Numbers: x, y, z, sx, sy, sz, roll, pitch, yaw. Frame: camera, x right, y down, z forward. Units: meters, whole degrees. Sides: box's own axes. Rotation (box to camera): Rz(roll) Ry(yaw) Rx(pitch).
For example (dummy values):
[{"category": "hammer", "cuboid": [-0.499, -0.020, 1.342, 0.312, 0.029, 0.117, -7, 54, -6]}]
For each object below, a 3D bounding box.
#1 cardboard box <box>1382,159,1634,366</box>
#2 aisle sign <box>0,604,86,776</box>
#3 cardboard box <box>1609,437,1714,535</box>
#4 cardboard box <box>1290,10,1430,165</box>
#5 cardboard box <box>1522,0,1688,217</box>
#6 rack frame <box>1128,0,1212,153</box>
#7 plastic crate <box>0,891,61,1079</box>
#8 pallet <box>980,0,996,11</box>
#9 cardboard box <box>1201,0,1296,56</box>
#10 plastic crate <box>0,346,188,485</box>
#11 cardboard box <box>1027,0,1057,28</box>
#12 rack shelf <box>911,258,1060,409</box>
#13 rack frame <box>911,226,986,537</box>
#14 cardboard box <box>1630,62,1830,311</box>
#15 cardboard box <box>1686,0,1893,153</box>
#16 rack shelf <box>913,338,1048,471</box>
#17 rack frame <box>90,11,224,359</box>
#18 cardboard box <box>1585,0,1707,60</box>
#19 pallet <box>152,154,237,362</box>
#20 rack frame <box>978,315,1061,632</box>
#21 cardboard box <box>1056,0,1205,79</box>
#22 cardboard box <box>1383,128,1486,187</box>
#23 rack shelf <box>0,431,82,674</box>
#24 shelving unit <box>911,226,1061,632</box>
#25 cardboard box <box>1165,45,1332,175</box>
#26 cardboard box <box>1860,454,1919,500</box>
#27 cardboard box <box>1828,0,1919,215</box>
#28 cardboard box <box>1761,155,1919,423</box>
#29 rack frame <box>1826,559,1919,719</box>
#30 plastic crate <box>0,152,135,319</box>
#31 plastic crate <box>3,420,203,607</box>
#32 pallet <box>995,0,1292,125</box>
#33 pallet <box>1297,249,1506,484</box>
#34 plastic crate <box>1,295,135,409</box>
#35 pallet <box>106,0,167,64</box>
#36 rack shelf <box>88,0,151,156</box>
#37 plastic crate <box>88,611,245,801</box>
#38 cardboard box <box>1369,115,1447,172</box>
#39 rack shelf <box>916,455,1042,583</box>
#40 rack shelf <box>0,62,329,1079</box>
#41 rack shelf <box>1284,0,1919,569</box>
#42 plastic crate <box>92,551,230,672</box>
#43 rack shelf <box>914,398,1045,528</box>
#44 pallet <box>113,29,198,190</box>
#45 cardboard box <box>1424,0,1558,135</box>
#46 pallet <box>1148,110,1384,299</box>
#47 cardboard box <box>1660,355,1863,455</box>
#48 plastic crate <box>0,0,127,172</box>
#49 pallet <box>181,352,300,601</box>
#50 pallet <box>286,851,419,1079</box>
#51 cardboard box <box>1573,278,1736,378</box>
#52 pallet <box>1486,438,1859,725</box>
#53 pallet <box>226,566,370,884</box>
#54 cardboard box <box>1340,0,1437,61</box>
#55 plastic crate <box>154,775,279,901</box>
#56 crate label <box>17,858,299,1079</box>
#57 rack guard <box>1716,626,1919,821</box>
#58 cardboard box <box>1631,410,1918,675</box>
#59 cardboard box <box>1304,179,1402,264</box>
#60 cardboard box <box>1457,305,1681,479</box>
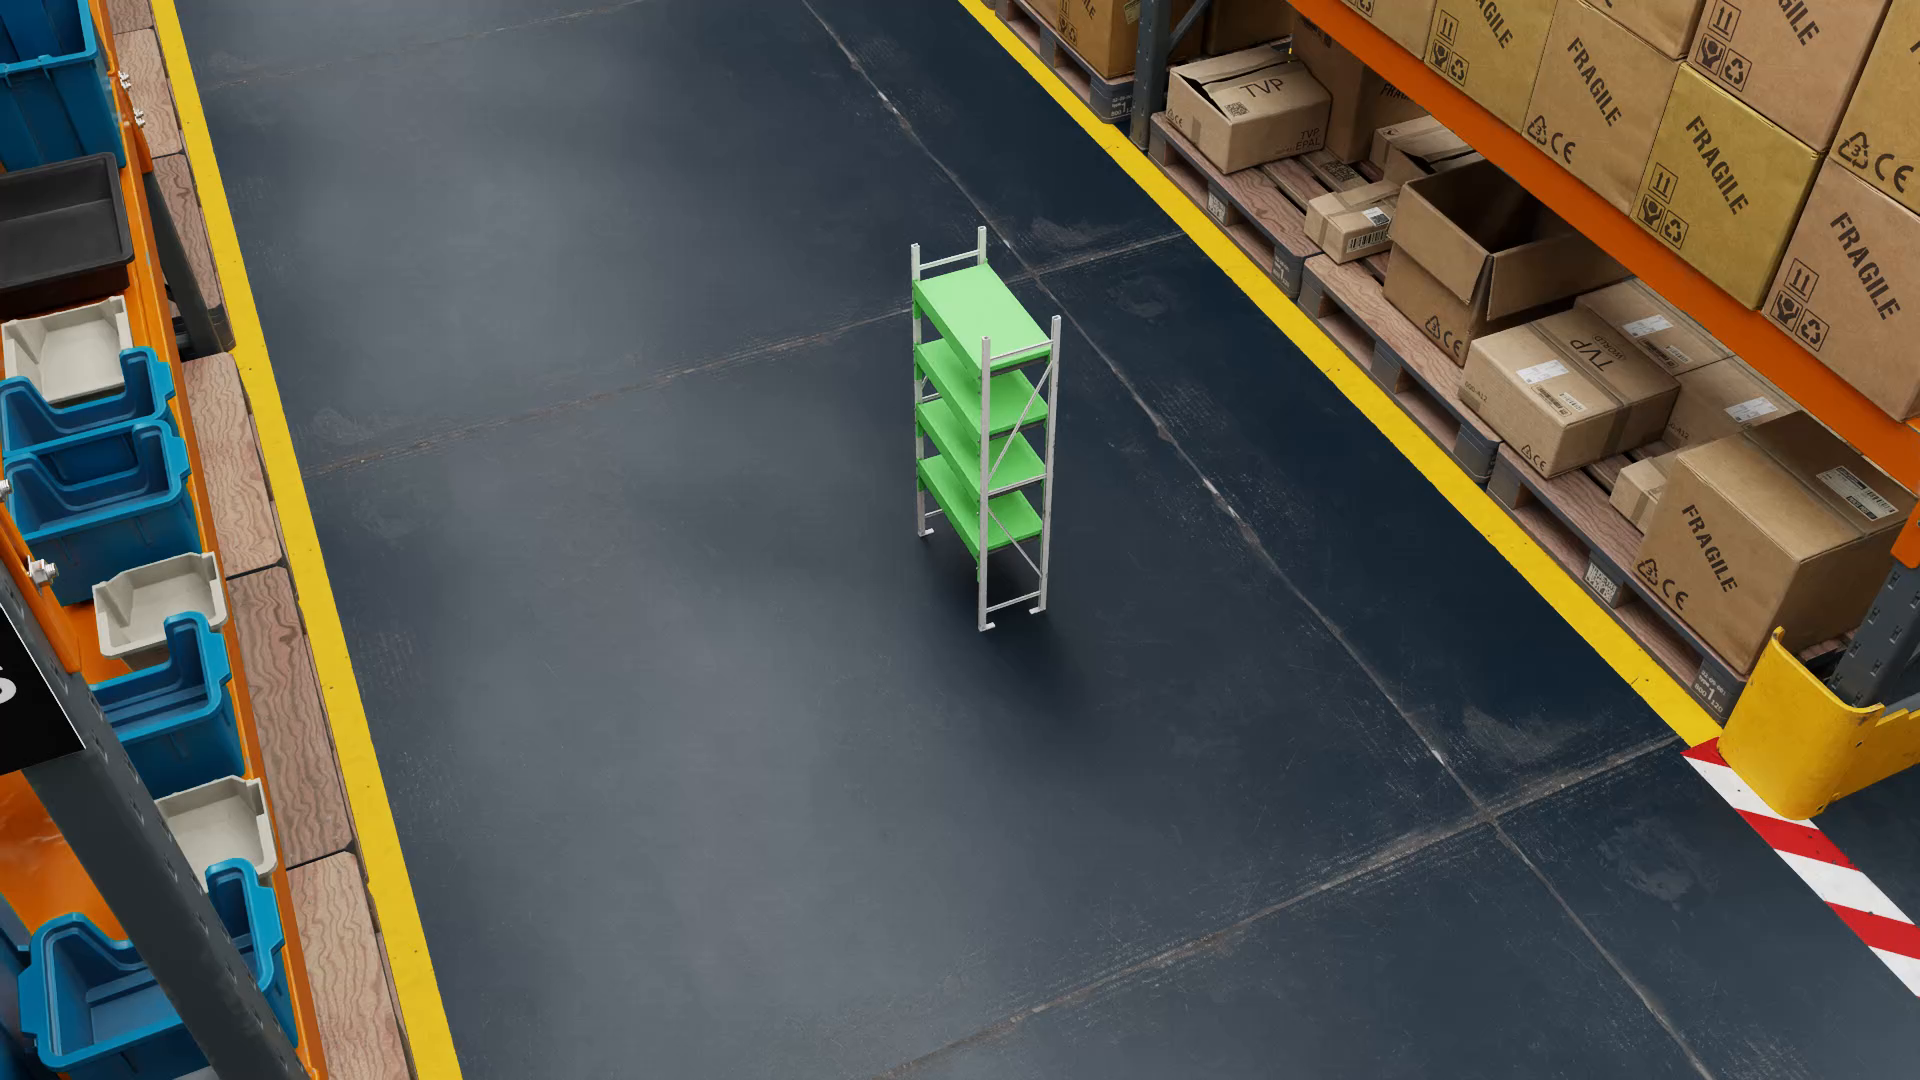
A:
[{"category": "cardboard box", "cuboid": [2.046, -1.078, 6.171, 0.797, 0.503, 0.637, -18, 47, -17]}, {"category": "aisle sign", "cuboid": [-1.263, 0.036, 1.727, 0.394, 0.787, 0.004, -18, 47, -17]}, {"category": "cardboard box", "cuboid": [2.392, -0.164, 5.484, 0.380, 0.166, 0.250, -18, 47, -17]}, {"category": "cardboard box", "cuboid": [1.748, -1.994, 7.101, 0.500, 0.500, 0.500, -18, 47, -17]}, {"category": "cardboard box", "cuboid": [2.071, -1.347, 4.908, 0.500, 0.500, 0.500, -18, 47, -17]}, {"category": "rack frame", "cuboid": [1.251, -3.006, 6.661, 1.000, 3.000, 0.127, -18, 47, -17]}, {"category": "plastic crate", "cuboid": [-1.873, 0.811, 2.724, 0.616, 0.435, 0.499, -18, 47, -17]}, {"category": "pallet", "cuboid": [0.358, -3.299, 8.943, 1.003, 0.211, 1.213, -18, 47, -17]}, {"category": "cardboard box", "cuboid": [1.269, -2.653, 7.770, 0.500, 0.500, 0.500, -20, 48, -19]}, {"category": "plastic crate", "cuboid": [-2.048, -0.243, 3.937, 0.416, 0.233, 0.300, -18, 47, -17]}, {"category": "cardboard box", "cuboid": [0.583, -2.820, 7.939, 0.500, 0.500, 0.500, -18, 47, -17]}, {"category": "rack shelf", "cuboid": [0.070, -0.618, 4.929, 0.258, 0.148, 0.480, -18, 47, -17]}, {"category": "rack frame", "cuboid": [-0.033, -0.477, 5.379, 0.240, 1.200, 0.015, -18, 47, -17]}, {"category": "cardboard box", "cuboid": [2.276, -1.027, 4.584, 0.500, 0.500, 0.500, -18, 47, -17]}, {"category": "cardboard box", "cuboid": [2.283, -1.373, 4.222, 0.500, 0.500, 0.500, -17, 47, -16]}, {"category": "rack shelf", "cuboid": [0.070, -0.447, 5.098, 0.258, 0.148, 0.480, -18, 47, -17]}, {"category": "rack frame", "cuboid": [-3.245, -1.546, 5.181, 1.000, 3.000, 0.127, -18, 47, -17]}, {"category": "cardboard box", "cuboid": [2.061, -1.702, 4.556, 0.500, 0.500, 0.500, -17, 47, -16]}, {"category": "pallet", "cuboid": [-3.531, -1.057, 6.671, 1.003, 0.211, 1.213, -18, 47, -17]}, {"category": "rack frame", "cuboid": [0.172, -0.166, 5.064, 0.240, 1.200, 0.015, -18, 47, -17]}, {"category": "cardboard box", "cuboid": [0.783, -2.503, 7.617, 0.500, 0.500, 0.500, -18, 47, -18]}, {"category": "cardboard box", "cuboid": [2.063, -1.448, 6.683, 0.500, 0.311, 0.500, -18, 47, -17]}, {"category": "rack shelf", "cuboid": [-2.404, -1.083, 3.088, 1.077, 0.370, 4.000, -18, 47, -17]}, {"category": "shelving unit", "cuboid": [0.070, -0.322, 5.222, 0.258, 1.200, 0.503, -18, 47, -17]}, {"category": "cardboard box", "cuboid": [1.231, -1.874, 7.115, 0.500, 0.311, 0.500, -18, 47, -17]}, {"category": "cardboard box", "cuboid": [2.964, -0.133, 5.453, 0.380, 0.166, 0.250, -18, 47, -17]}, {"category": "cardboard box", "cuboid": [2.496, -1.051, 3.896, 0.500, 0.500, 0.500, -18, 48, -18]}, {"category": "cardboard box", "cuboid": [2.498, -0.698, 4.250, 0.500, 0.500, 0.500, -17, 47, -16]}, {"category": "rack frame", "cuboid": [2.933, -0.457, 4.078, 1.000, 3.000, 0.127, -18, 47, -17]}, {"category": "plastic crate", "cuboid": [-2.530, -0.835, 4.614, 0.437, 0.125, 0.590, -18, 47, -17]}, {"category": "plastic crate", "cuboid": [-1.922, -0.052, 3.744, 0.416, 0.233, 0.300, -18, 47, -17]}, {"category": "pallet", "cuboid": [0.875, -2.521, 8.154, 1.003, 0.211, 1.213, -18, 47, -17]}, {"category": "pallet", "cuboid": [2.056, -0.797, 6.408, 1.003, 0.211, 1.213, -18, 47, -17]}, {"category": "plastic crate", "cuboid": [-2.240, -0.452, 4.218, 0.293, 0.136, 0.466, -18, 47, -17]}, {"category": "pallet", "cuboid": [-4.557, -2.612, 8.247, 1.003, 0.211, 1.213, -18, 47, -17]}, {"category": "rack shelf", "cuboid": [-4.086, -2.564, 6.725, 1.077, 0.370, 4.000, -18, 47, -17]}, {"category": "plastic crate", "cuboid": [-1.645, 0.368, 3.318, 0.416, 0.233, 0.300, -18, 47, -17]}, {"category": "cardboard box", "cuboid": [1.960, -1.647, 7.000, 0.380, 0.149, 0.250, -18, 47, -17]}, {"category": "rack shelf", "cuboid": [0.070, -0.105, 5.435, 0.258, 0.148, 0.480, -18, 47, -17]}, {"category": "rack shelf", "cuboid": [-2.404, -0.015, 4.142, 1.077, 0.370, 4.000, -18, 47, -17]}, {"category": "rack shelf", "cuboid": [2.092, -1.476, 5.622, 1.077, 0.370, 4.000, -18, 47, -17]}, {"category": "plastic crate", "cuboid": [-1.713, 0.160, 3.597, 0.250, 0.136, 0.298, -18, 47, -17]}, {"category": "rack shelf", "cuboid": [0.070, -0.276, 5.267, 0.258, 0.148, 0.480, -18, 47, -17]}, {"category": "pallet", "cuboid": [-4.048, -1.836, 7.460, 1.003, 0.211, 1.213, -18, 47, -17]}, {"category": "cardboard box", "cuboid": [1.860, -1.668, 5.234, 0.500, 0.500, 0.500, -19, 48, -18]}, {"category": "pallet", "cuboid": [1.539, -1.576, 7.197, 1.003, 0.211, 1.213, -18, 47, -17]}, {"category": "cardboard box", "cuboid": [2.751, -0.384, 5.648, 0.500, 0.250, 0.500, -18, 47, -17]}, {"category": "plastic crate", "cuboid": [-2.739, -1.365, 4.966, 0.392, 0.384, 0.575, -18, 47, -17]}, {"category": "pallet", "cuboid": [-2.900, -0.096, 5.697, 1.003, 0.211, 1.213, -18, 47, -17]}, {"category": "pallet", "cuboid": [-1.874, 1.459, 4.121, 1.003, 0.211, 1.213, -18, 47, -17]}, {"category": "cardboard box", "cuboid": [2.541, -0.702, 5.971, 0.500, 0.250, 0.500, -18, 47, -17]}, {"category": "pallet", "cuboid": [2.565, -0.021, 5.621, 1.003, 0.211, 1.213, -18, 47, -17]}, {"category": "pallet", "cuboid": [-2.384, 0.683, 4.908, 1.003, 0.211, 1.213, -18, 47, -17]}, {"category": "cardboard box", "cuboid": [1.645, -1.992, 5.562, 0.500, 0.500, 0.500, -18, 47, -18]}, {"category": "plastic crate", "cuboid": [-1.428, 0.592, 3.159, 0.250, 0.136, 0.298, -18, 47, -17]}, {"category": "crate label", "cuboid": [-1.368, 0.787, 2.893, 0.416, 0.233, 0.303, -18, 47, -17]}, {"category": "rack guard", "cuboid": [2.901, 0.384, 5.005, 1.175, 0.500, 0.348, -18, 47, -17]}, {"category": "cardboard box", "cuboid": [2.481, 0.002, 5.078, 0.500, 0.500, 0.500, -18, 47, -17]}, {"category": "cardboard box", "cuboid": [1.604, -1.275, 6.610, 0.380, 0.166, 0.250, -18, 47, -17]}, {"category": "cardboard box", "cuboid": [2.109, -0.523, 5.789, 0.500, 0.250, 0.500, -18, 47, -17]}]
